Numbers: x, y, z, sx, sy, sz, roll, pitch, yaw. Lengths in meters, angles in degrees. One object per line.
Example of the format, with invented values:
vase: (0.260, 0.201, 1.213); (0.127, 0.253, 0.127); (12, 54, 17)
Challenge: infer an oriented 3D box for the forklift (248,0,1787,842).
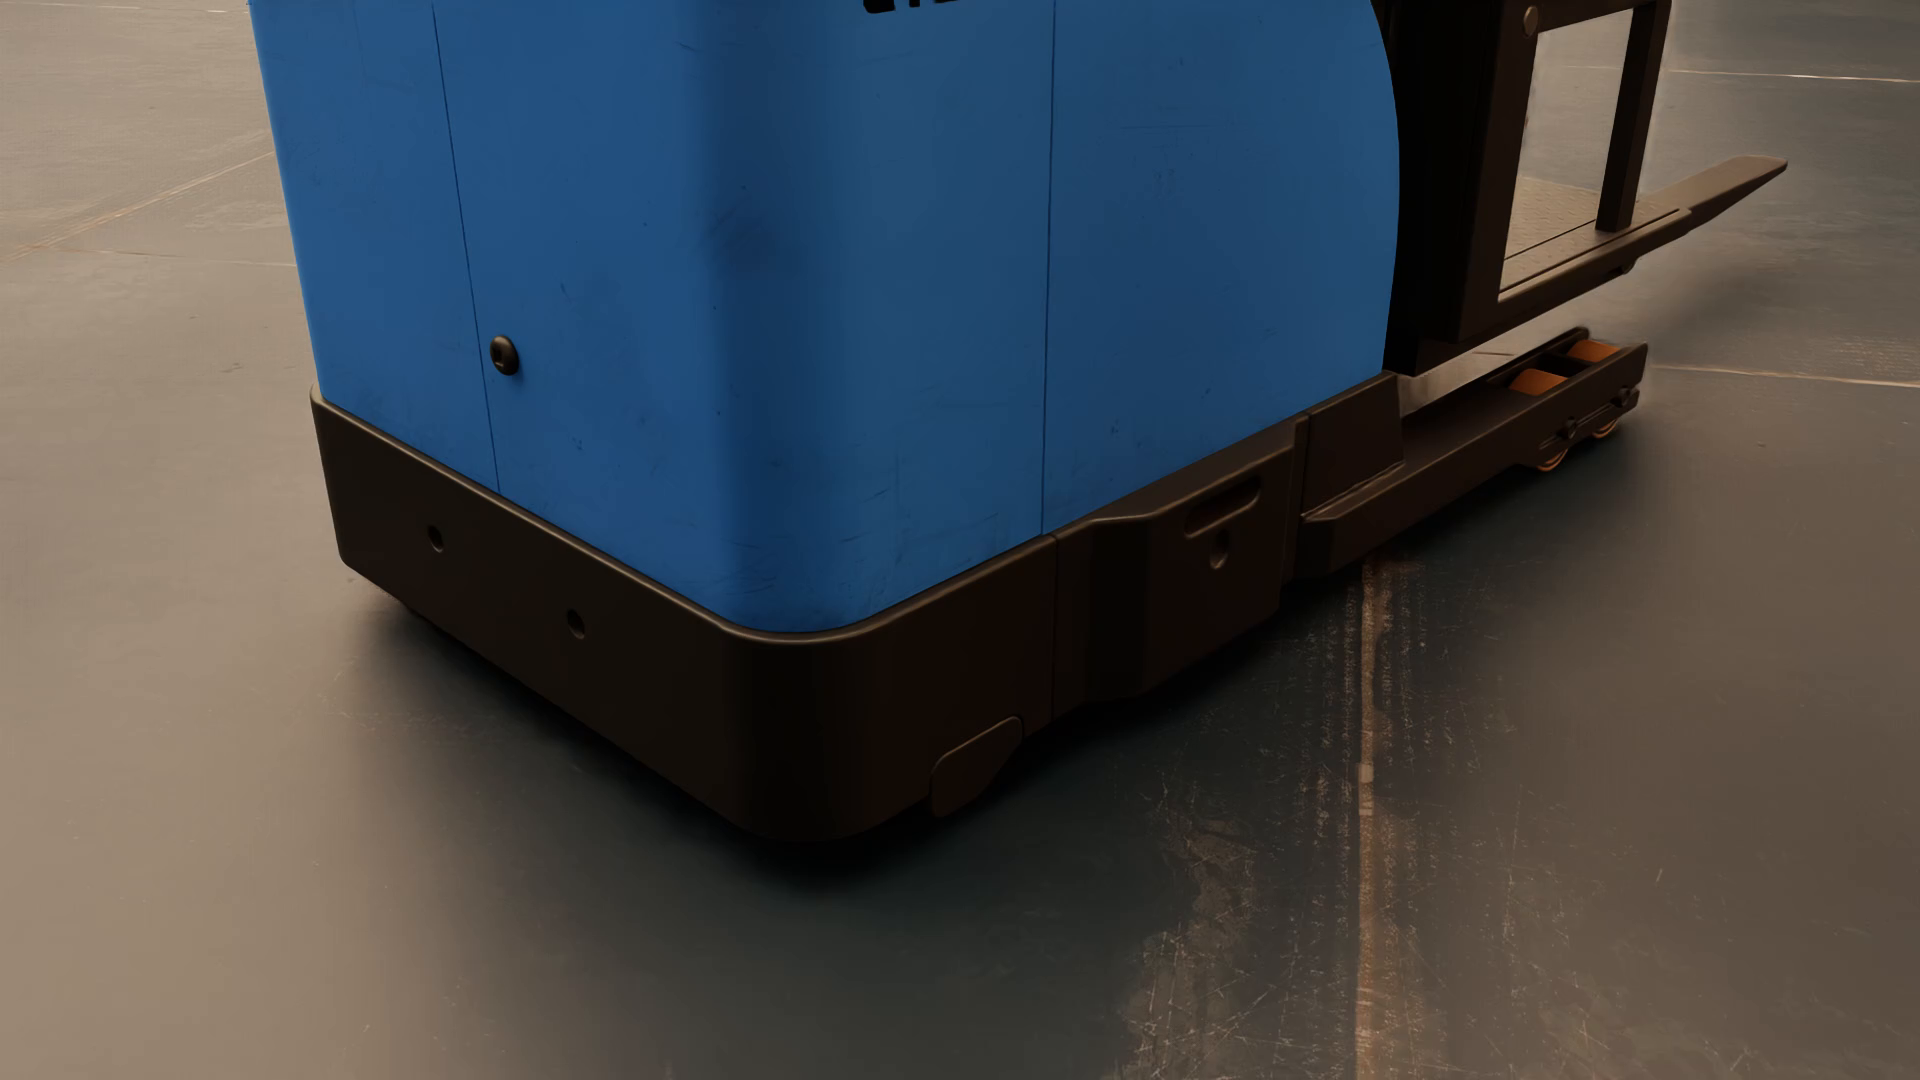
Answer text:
forklift: (0.524, -1.564, 2.346); (1.130, 2.935, 3.031); (24, 35, 39)
